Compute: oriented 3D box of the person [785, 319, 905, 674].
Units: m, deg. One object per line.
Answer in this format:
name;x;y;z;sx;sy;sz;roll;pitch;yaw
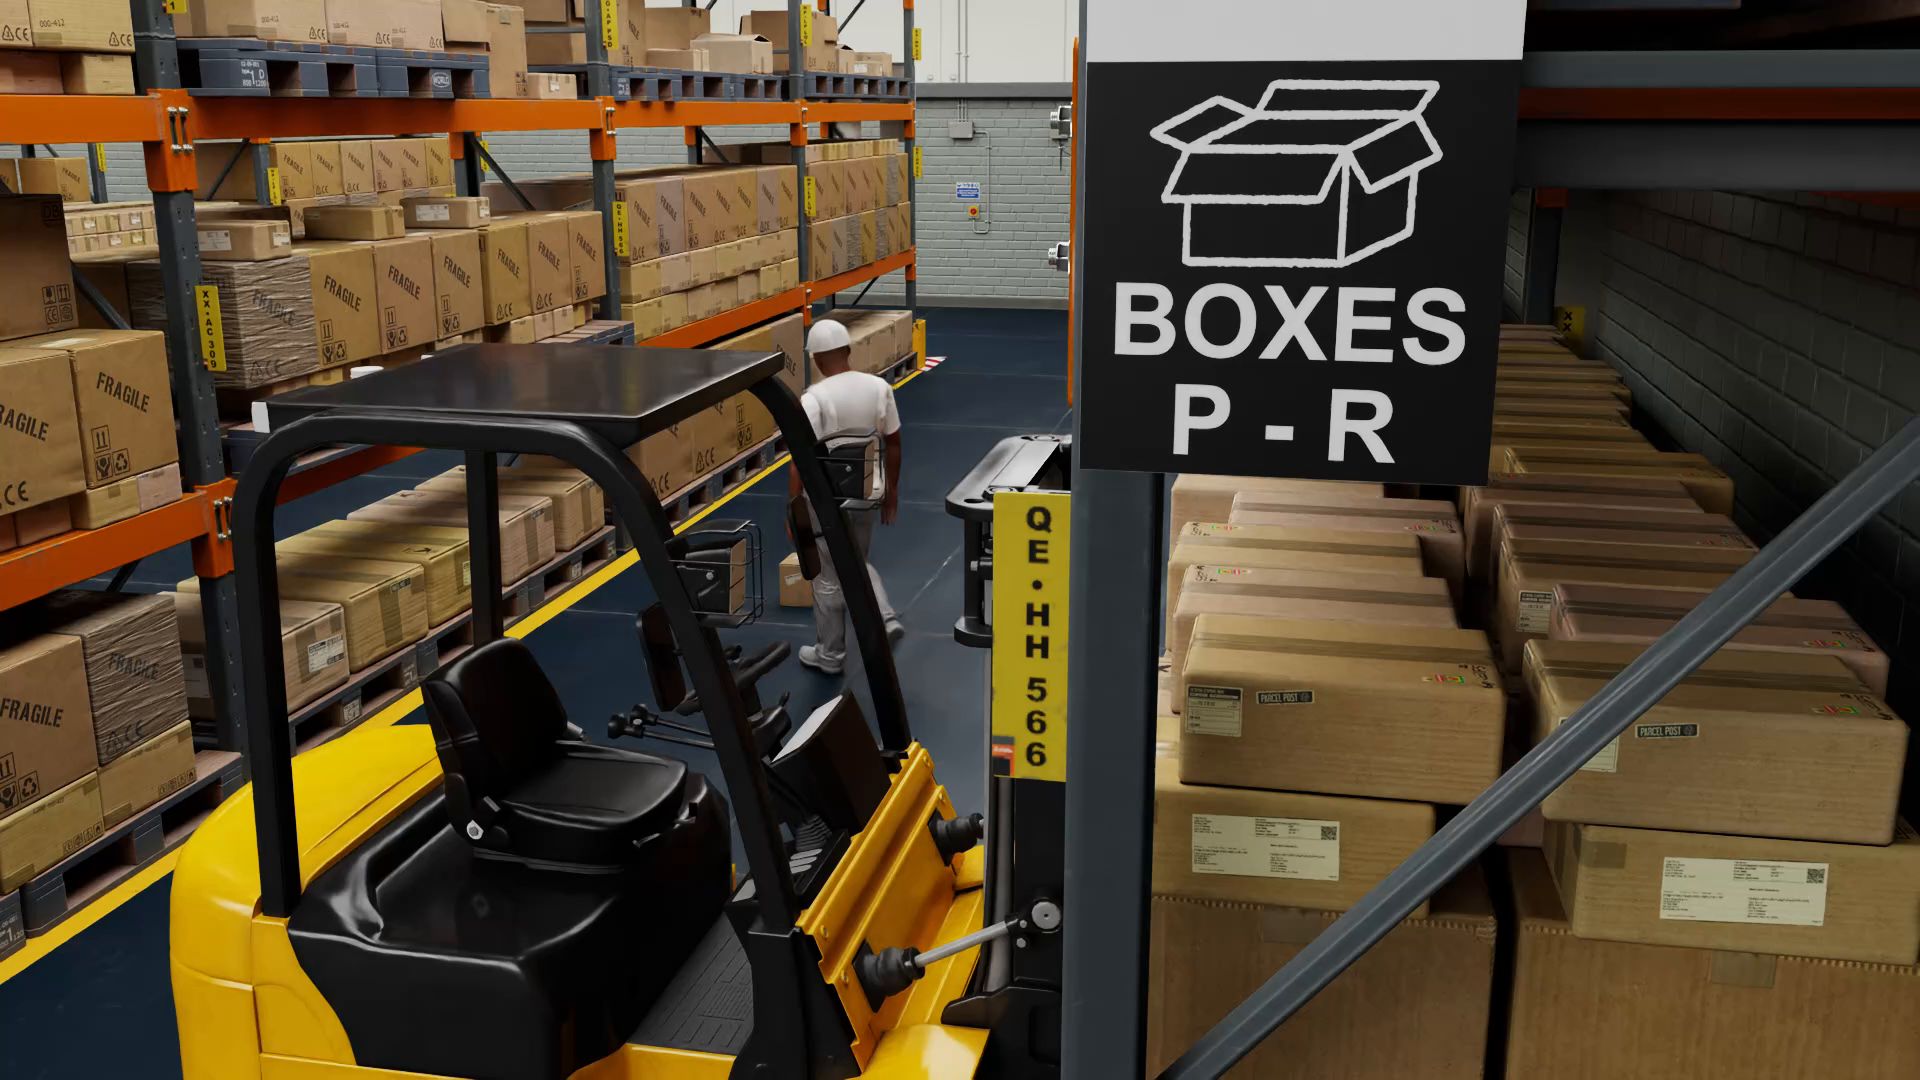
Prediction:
person;-0.540;-0.192;8.161;0.629;1.753;0.604;-11;18;-36
